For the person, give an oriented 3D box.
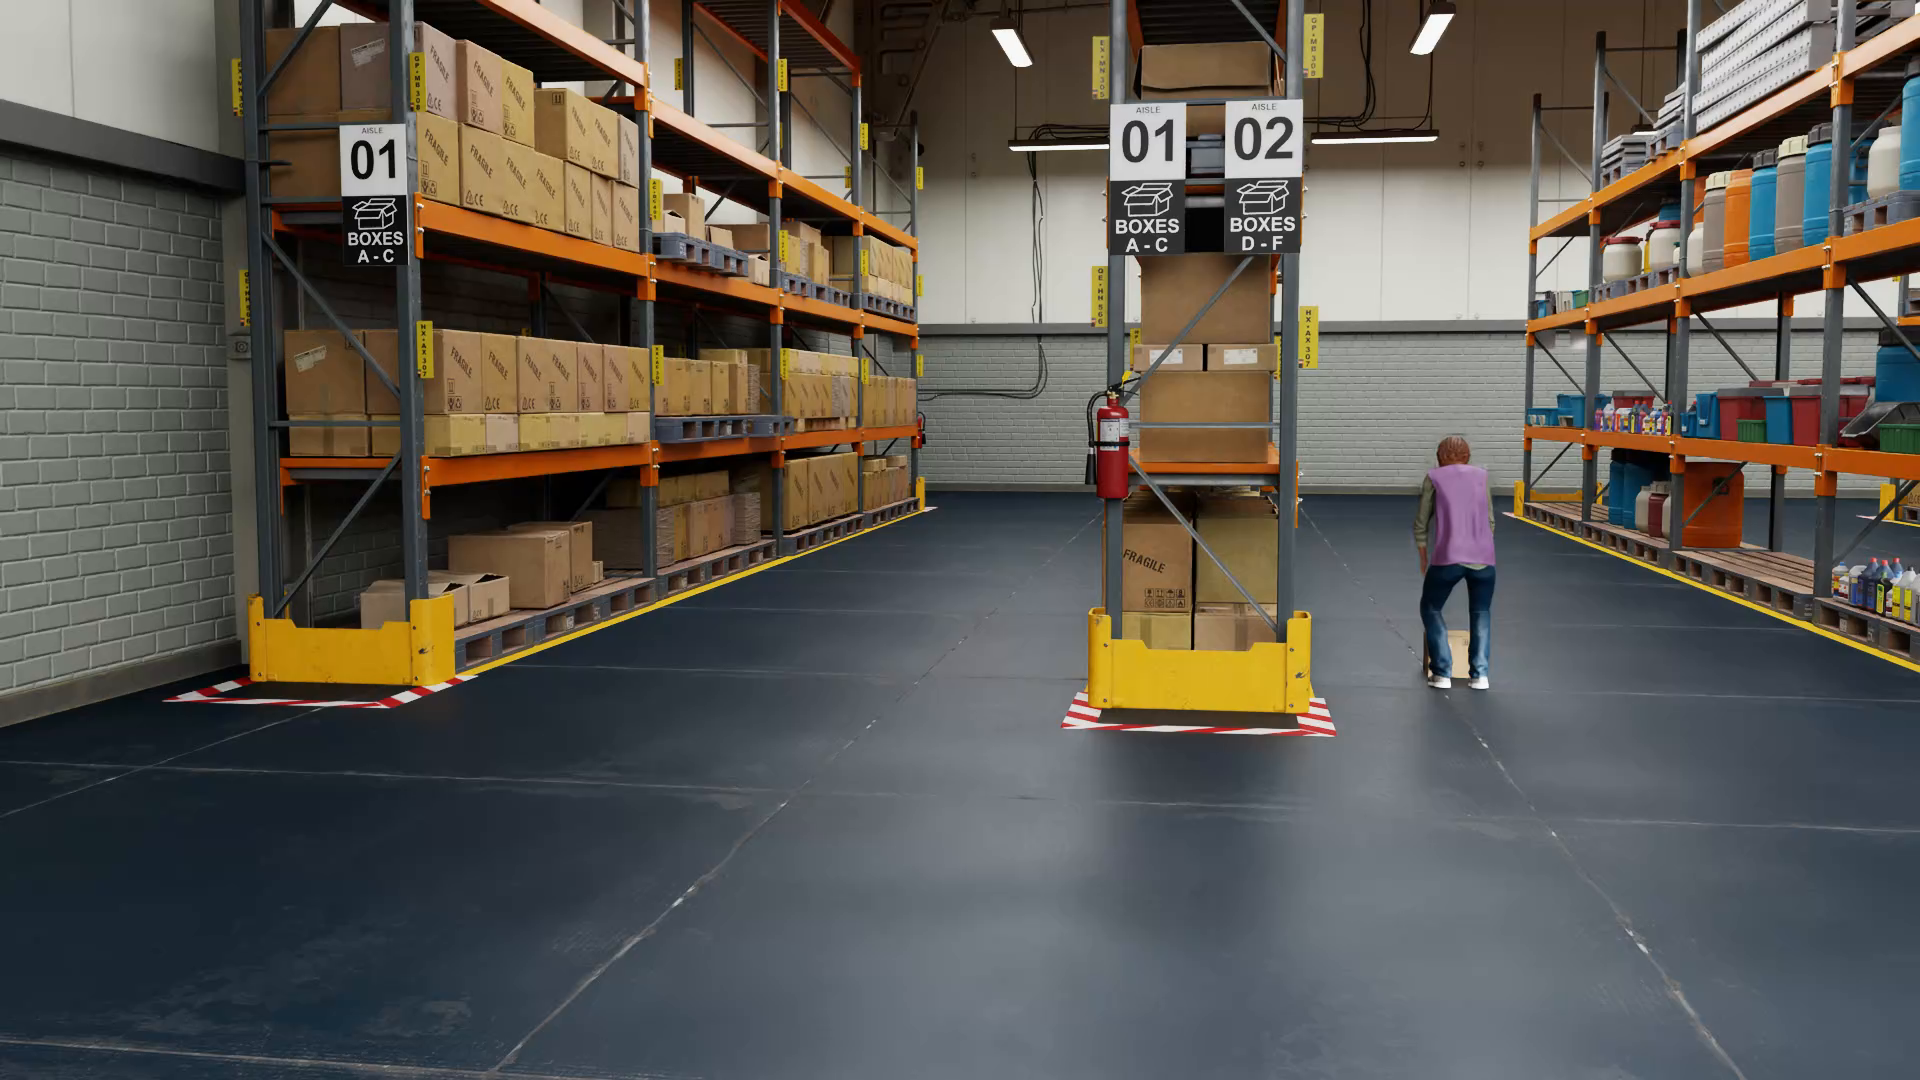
[{"bbox_3d":[2.831,0.132,9.517,0.454,1.444,0.540,1,5,9],"label":"person"}]
